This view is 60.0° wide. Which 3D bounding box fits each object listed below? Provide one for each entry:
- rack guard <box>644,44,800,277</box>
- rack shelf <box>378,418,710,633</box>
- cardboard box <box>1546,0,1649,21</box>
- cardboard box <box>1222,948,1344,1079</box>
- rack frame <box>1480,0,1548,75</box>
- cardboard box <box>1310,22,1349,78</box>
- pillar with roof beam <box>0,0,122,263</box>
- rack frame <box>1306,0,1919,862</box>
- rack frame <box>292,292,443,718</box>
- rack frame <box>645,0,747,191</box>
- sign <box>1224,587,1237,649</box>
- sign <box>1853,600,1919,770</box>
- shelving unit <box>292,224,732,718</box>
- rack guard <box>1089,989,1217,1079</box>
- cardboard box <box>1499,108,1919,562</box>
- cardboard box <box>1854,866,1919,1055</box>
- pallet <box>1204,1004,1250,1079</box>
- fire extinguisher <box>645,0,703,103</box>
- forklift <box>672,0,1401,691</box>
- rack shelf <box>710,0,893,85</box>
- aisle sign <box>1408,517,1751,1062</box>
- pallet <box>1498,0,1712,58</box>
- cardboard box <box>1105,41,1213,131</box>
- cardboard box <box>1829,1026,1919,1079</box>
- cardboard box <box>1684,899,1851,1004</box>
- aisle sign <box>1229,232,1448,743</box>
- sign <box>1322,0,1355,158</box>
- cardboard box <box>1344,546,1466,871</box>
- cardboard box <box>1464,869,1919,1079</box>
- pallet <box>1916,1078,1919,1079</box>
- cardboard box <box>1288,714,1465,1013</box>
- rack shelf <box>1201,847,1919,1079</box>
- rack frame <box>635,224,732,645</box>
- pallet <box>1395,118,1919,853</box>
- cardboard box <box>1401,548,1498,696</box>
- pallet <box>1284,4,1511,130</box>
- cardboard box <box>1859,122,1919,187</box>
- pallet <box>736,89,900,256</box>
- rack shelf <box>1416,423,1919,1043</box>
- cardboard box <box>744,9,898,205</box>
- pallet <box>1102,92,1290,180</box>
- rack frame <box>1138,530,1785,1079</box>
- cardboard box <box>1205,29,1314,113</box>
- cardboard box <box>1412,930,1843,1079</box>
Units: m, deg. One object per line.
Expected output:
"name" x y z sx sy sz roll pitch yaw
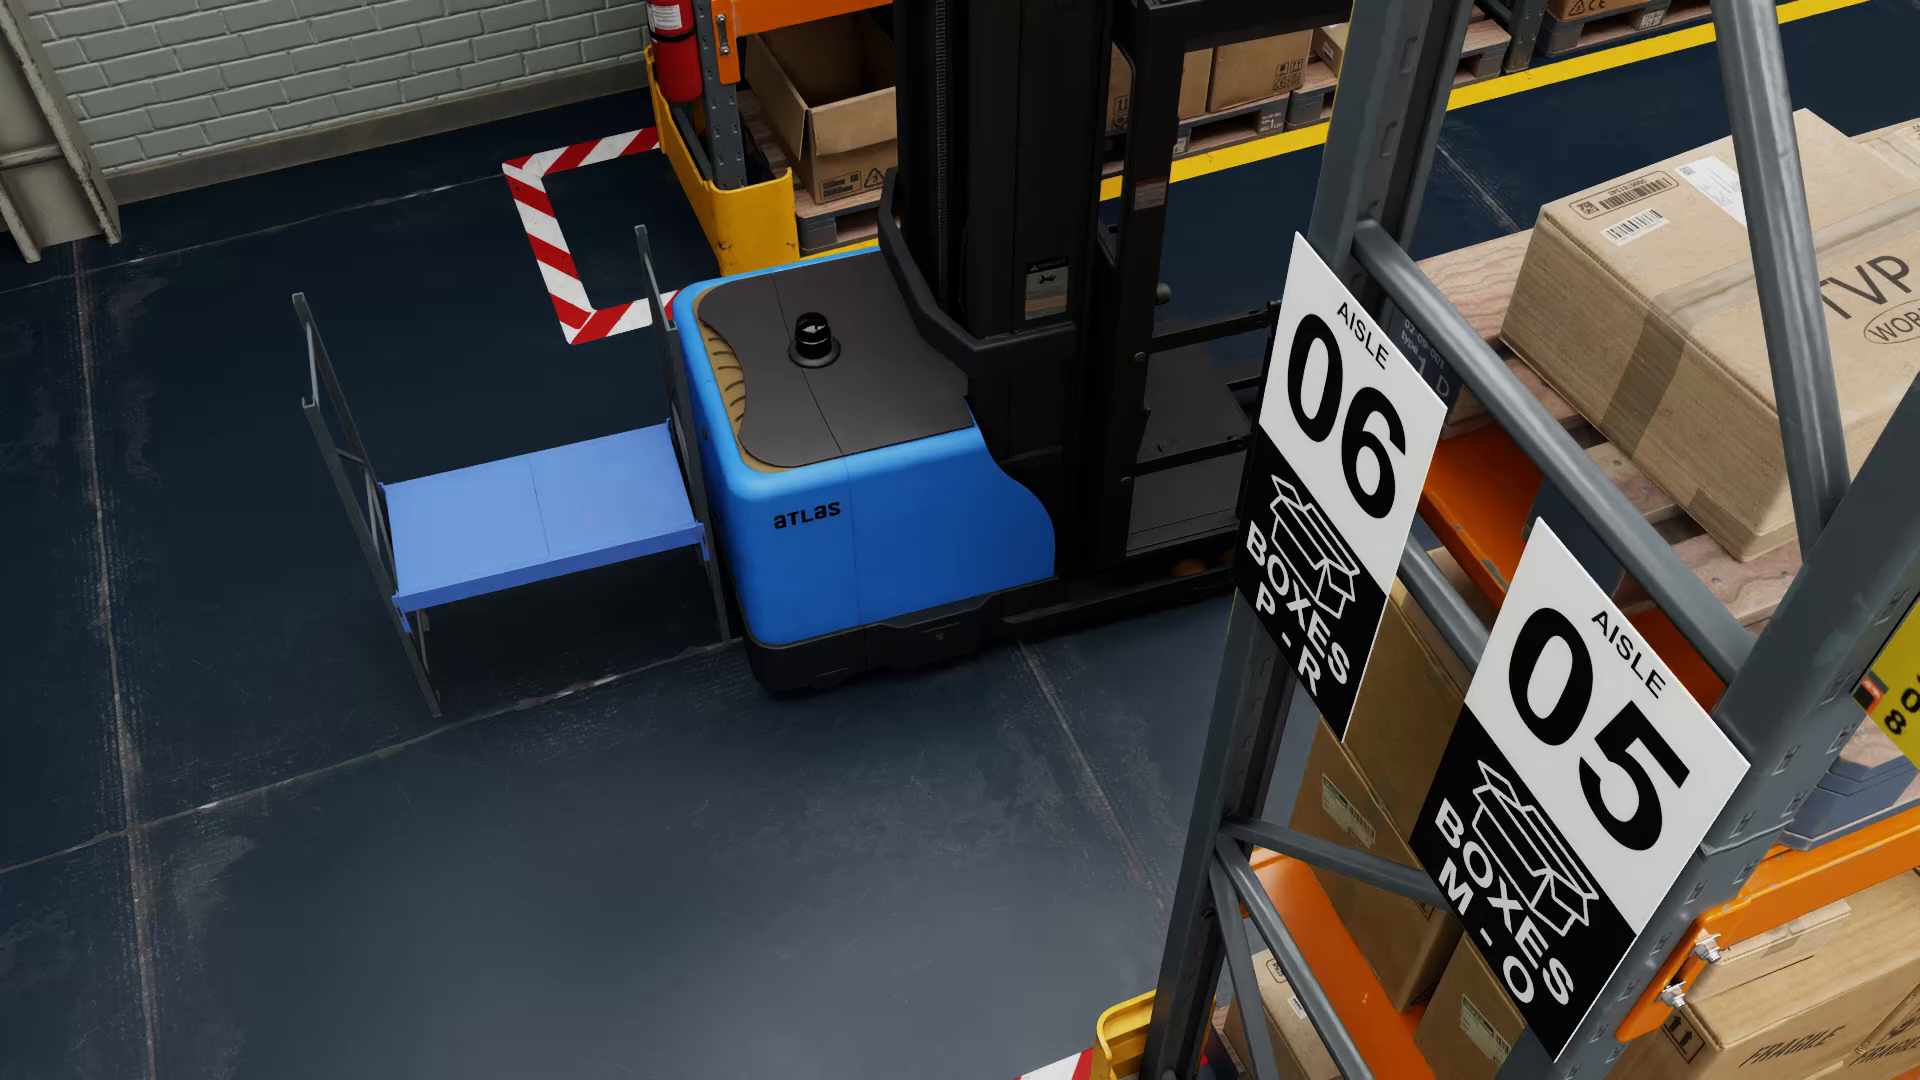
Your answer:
"rack guard" -1.060 -1.703 7.383 0.348 0.500 1.175 -17 52 -14
"rack shelf" -1.390 -0.060 5.550 1.000 0.185 0.538 -14 51 -12
"cardboard box" 3.105 -2.946 8.174 0.500 0.500 0.500 -15 51 -13
"cardboard box" 1.323 1.428 4.459 0.875 0.438 0.875 -19 52 -15
"rack frame" 2.572 -3.643 7.402 0.127 3.000 1.000 -17 52 -14
"cardboard box" 1.837 -2.421 7.877 0.258 0.266 0.396 -16 51 -13
"pillar with roof beam" -2.340 -1.286 1.423 0.400 9.000 9.100 -17 52 -14
"rack frame" 0.750 -0.965 1.147 0.127 3.000 1.000 -17 52 -14
"rack frame" -1.874 -0.059 5.312 0.032 1.500 0.500 -14 51 -12
"rack frame" -1.131 -2.496 6.416 0.127 3.000 1.000 -17 52 -14
"sign" 0.557 0.150 3.225 0.005 0.325 0.100 -17 52 -14
"sign" 0.954 0.093 1.587 0.005 0.325 0.100 -17 52 -14
"shelving unit" -1.390 -0.178 5.414 1.048 1.500 0.538 -14 51 -12
"rack guard" 0.727 1.810 4.366 0.348 0.500 1.175 -17 52 -14
"cardboard box" 1.132 -0.301 2.310 0.500 0.250 0.500 -22 53 -18
"cardboard box" 1.777 0.540 3.084 0.500 0.500 0.500 -18 52 -15
"pallet" 1.460 1.613 4.725 1.213 0.211 1.003 -17 52 -14
"fire extinguisher" -1.092 -1.982 6.272 0.183 0.674 0.296 -17 52 -14
"forklift" 0.596 -1.101 5.264 3.031 2.935 1.130 -14 51 -12
"rack shelf" 0.721 -2.835 7.182 4.000 0.370 1.077 -17 52 -14
"aisle sign" 0.793 0.367 2.244 0.004 0.787 0.394 -17 52 -14
"pallet" 3.311 -2.995 8.683 1.213 0.211 1.003 -17 52 -14
"cardboard box" 0.805 -2.226 7.556 0.500 0.500 0.500 -16 51 -14
"cardboard box" 1.760 0.856 3.472 0.500 0.500 0.500 -18 52 -15
"cardboard box" 1.183 0.512 2.680 0.250 0.149 0.380 -16 51 -13
"aisle sign" 0.566 -0.055 2.606 0.004 0.787 0.394 -17 52 -14
"sign" 0.557 -0.636 2.310 0.005 0.325 0.100 -17 52 -14
"cardboard box" 1.106 0.325 3.268 0.500 0.500 0.500 -16 51 -13
"cardboard box" 1.302 0.693 2.952 0.500 0.500 0.500 -18 52 -15
"pallet" 2.588 1.266 5.023 1.213 0.211 1.003 -17 52 -14
"cardboard box" 1.096 0.632 3.664 0.500 0.500 0.500 -17 51 -14
"rack shelf" 2.601 0.650 4.189 4.000 0.370 1.077 -17 52 -14
"rack frame" -0.907 -0.297 5.516 0.032 1.500 0.500 -14 51 -12
"pallet" 1.433 -0.179 2.508 1.213 0.211 1.003 -17 52 -14
"cardboard box" 1.006 0.176 2.969 0.250 0.149 0.380 -17 51 -14
"pallet" 1.936 -2.538 8.291 1.213 0.211 1.003 -17 52 -14
"cardboard box" 1.490 -0.444 2.500 0.250 0.149 0.380 -21 52 -17
"pallet" -0.322 -1.838 7.690 1.213 0.211 1.003 -17 52 -14
"rack shelf" 2.601 -0.327 3.051 4.000 0.370 1.077 -17 52 -14
"cardboard box" -0.528 -1.928 7.297 0.637 0.503 0.797 -19 52 -16
"pallet" 0.805 -2.185 7.988 1.213 0.211 1.003 -17 52 -14
"rack frame" 0.750 0.989 3.423 0.127 3.000 1.000 -17 52 -14
"cardboard box" 1.239 -2.443 7.741 0.500 0.500 0.700 -19 52 -16
"cardboard box" 1.303 1.021 3.330 0.500 0.500 0.500 -18 52 -15
